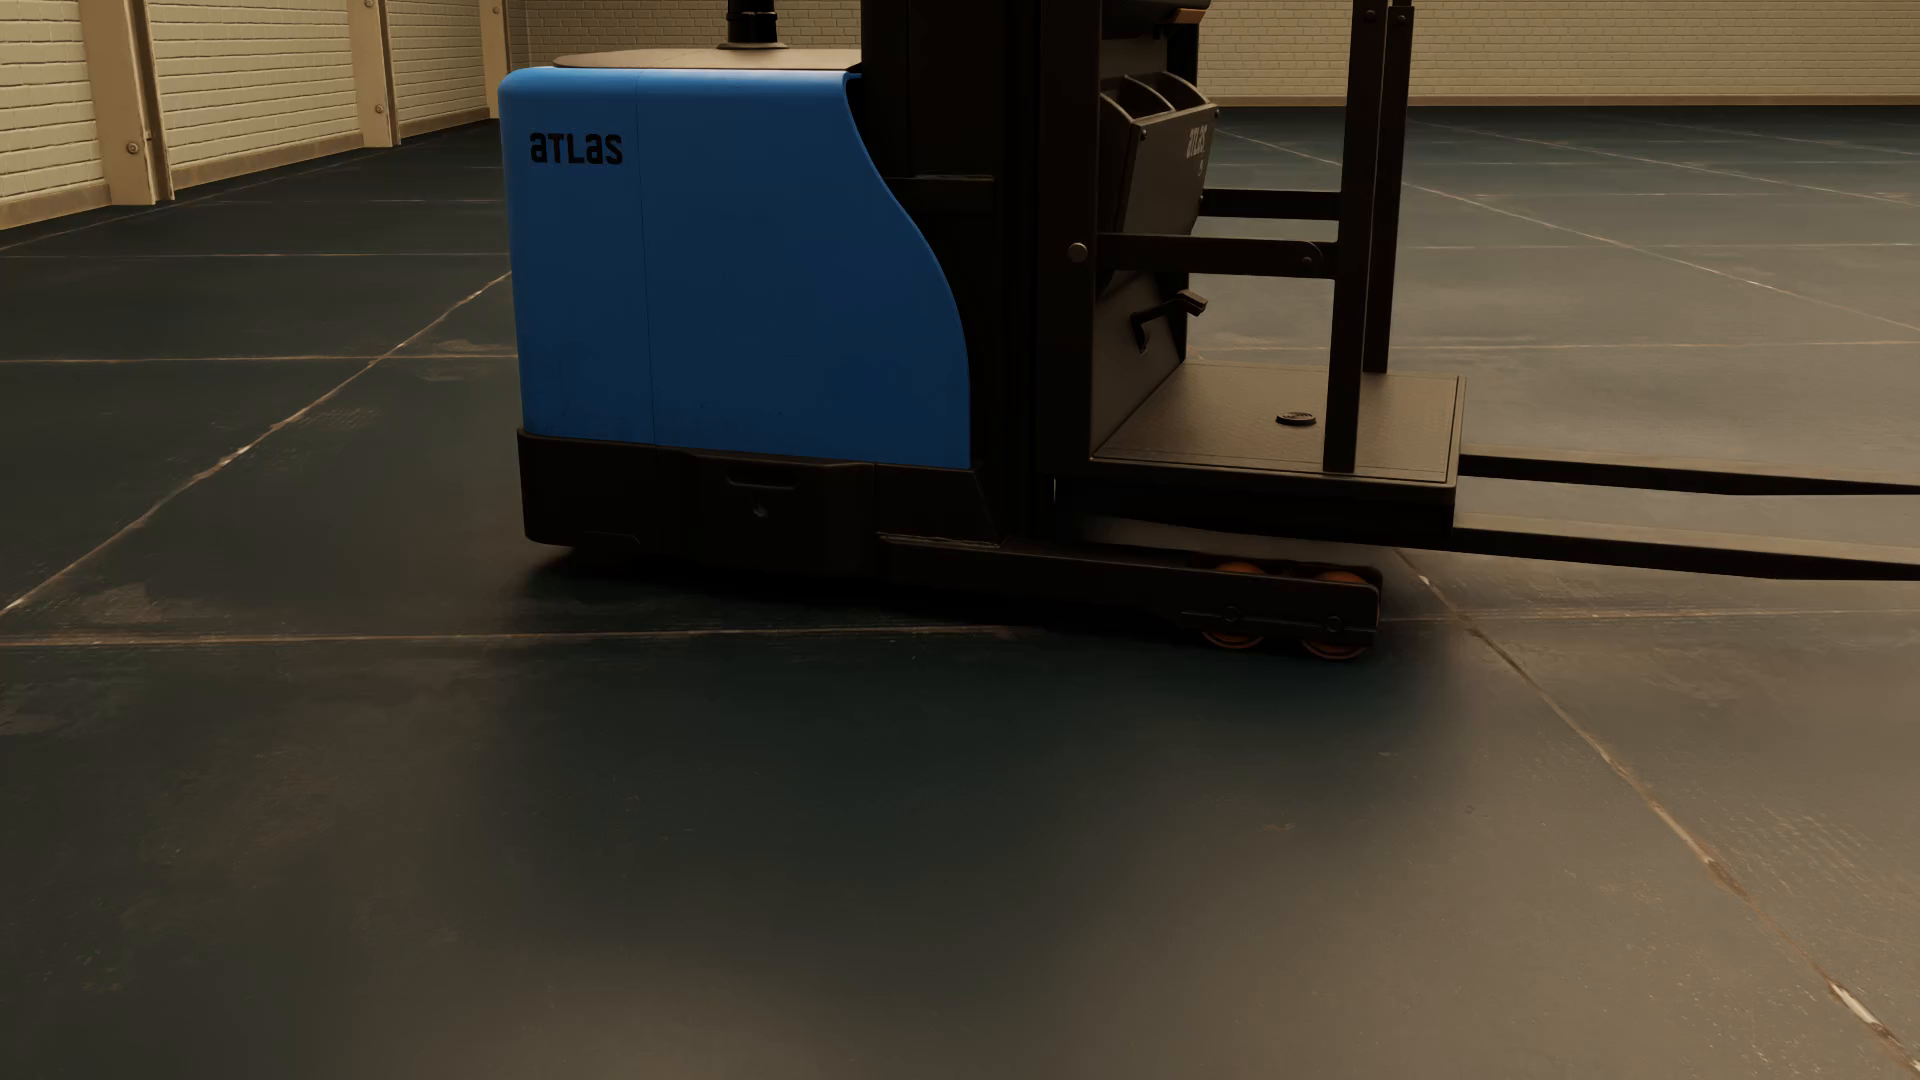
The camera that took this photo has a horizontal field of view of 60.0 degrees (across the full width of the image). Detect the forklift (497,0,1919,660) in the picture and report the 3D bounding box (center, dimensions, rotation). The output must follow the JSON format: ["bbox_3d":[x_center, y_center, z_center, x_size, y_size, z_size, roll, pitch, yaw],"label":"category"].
[{"bbox_3d":[0.601,-1.347,3.311,3.031,2.935,1.130,5,18,16],"label":"forklift"}]
